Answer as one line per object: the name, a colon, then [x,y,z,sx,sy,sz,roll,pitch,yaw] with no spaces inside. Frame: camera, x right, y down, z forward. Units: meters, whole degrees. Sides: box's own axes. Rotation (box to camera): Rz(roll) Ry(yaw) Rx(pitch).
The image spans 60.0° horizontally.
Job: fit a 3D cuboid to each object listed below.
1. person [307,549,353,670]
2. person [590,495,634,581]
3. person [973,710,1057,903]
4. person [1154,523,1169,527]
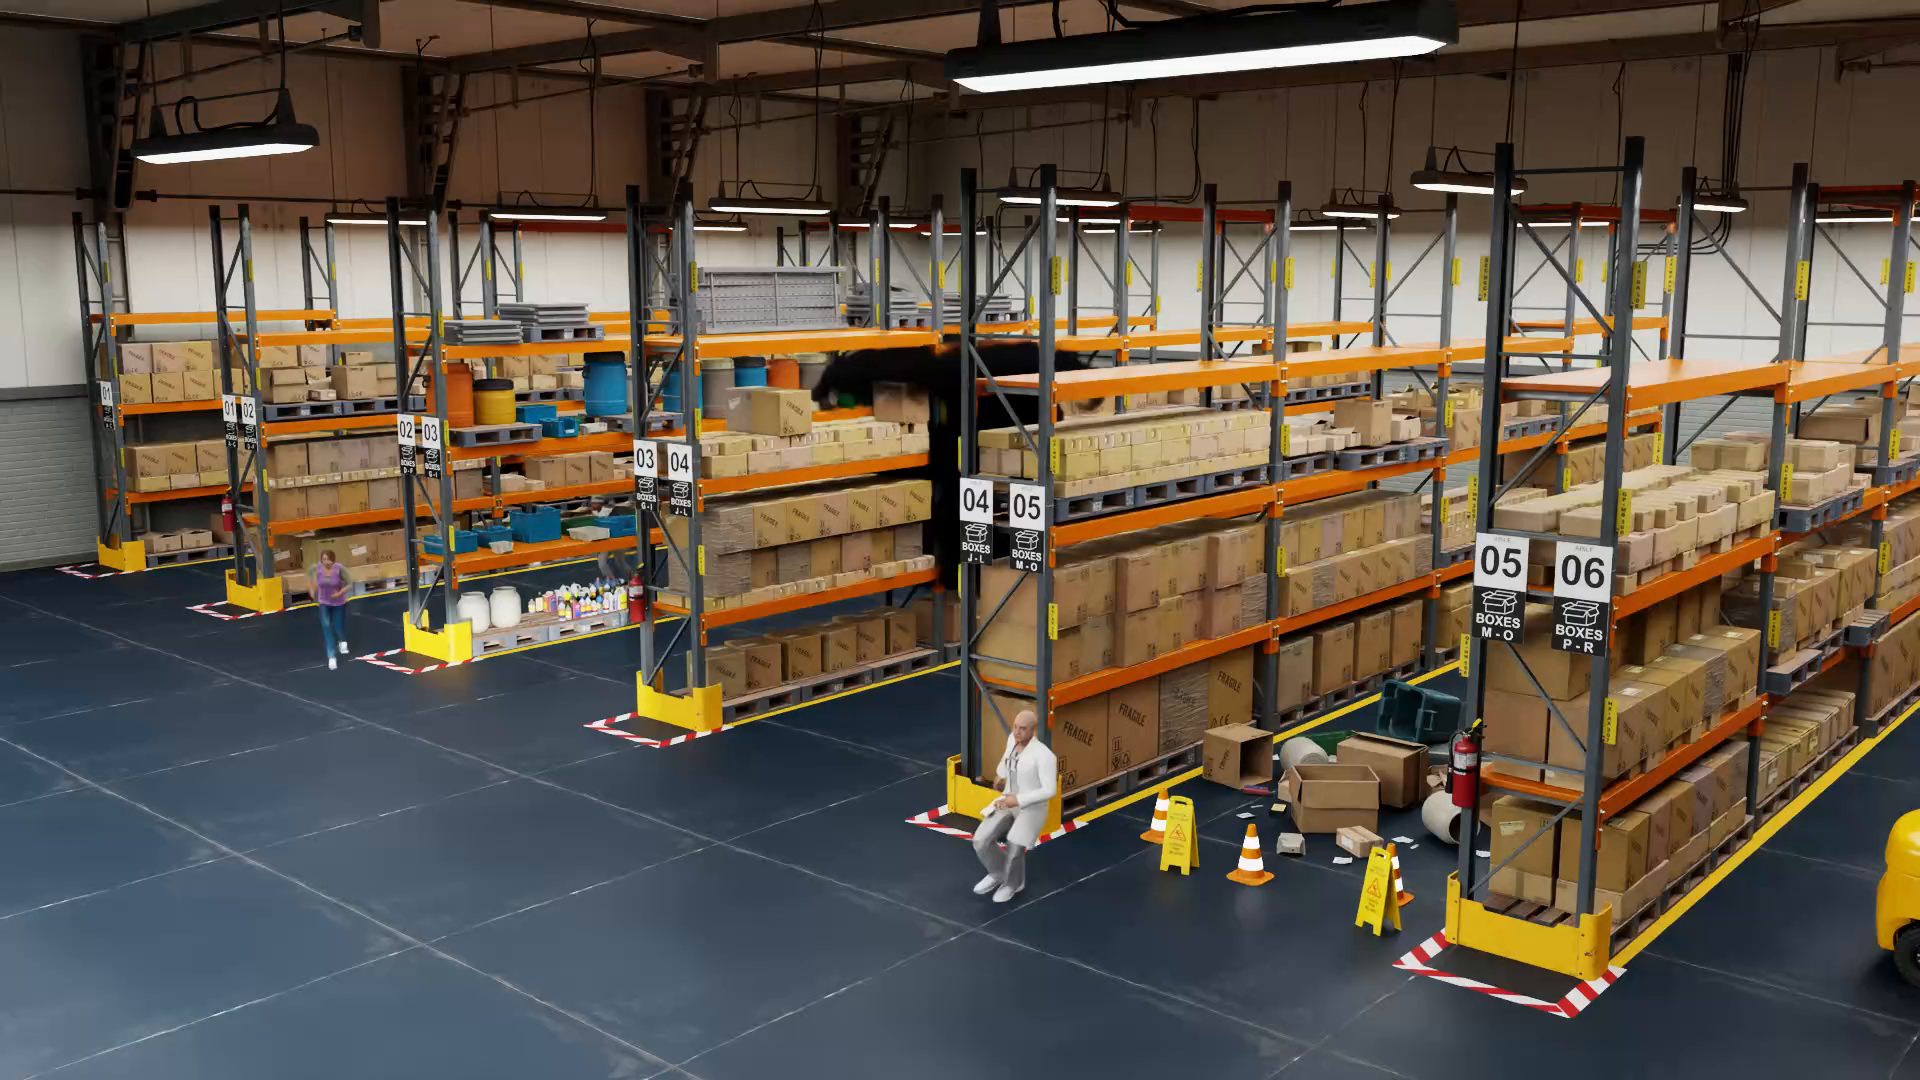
person: [-8.157,0.848,21.621,0.584,1.575,0.885,-2,10,-10]
person: [-5.512,0.020,26.390,0.576,1.580,0.805,4,10,21]
person: [0.442,2.215,13.331,0.874,1.587,0.757,7,12,37]
person: [2.845,0.272,22.940,0.674,1.719,0.787,8,12,38]
